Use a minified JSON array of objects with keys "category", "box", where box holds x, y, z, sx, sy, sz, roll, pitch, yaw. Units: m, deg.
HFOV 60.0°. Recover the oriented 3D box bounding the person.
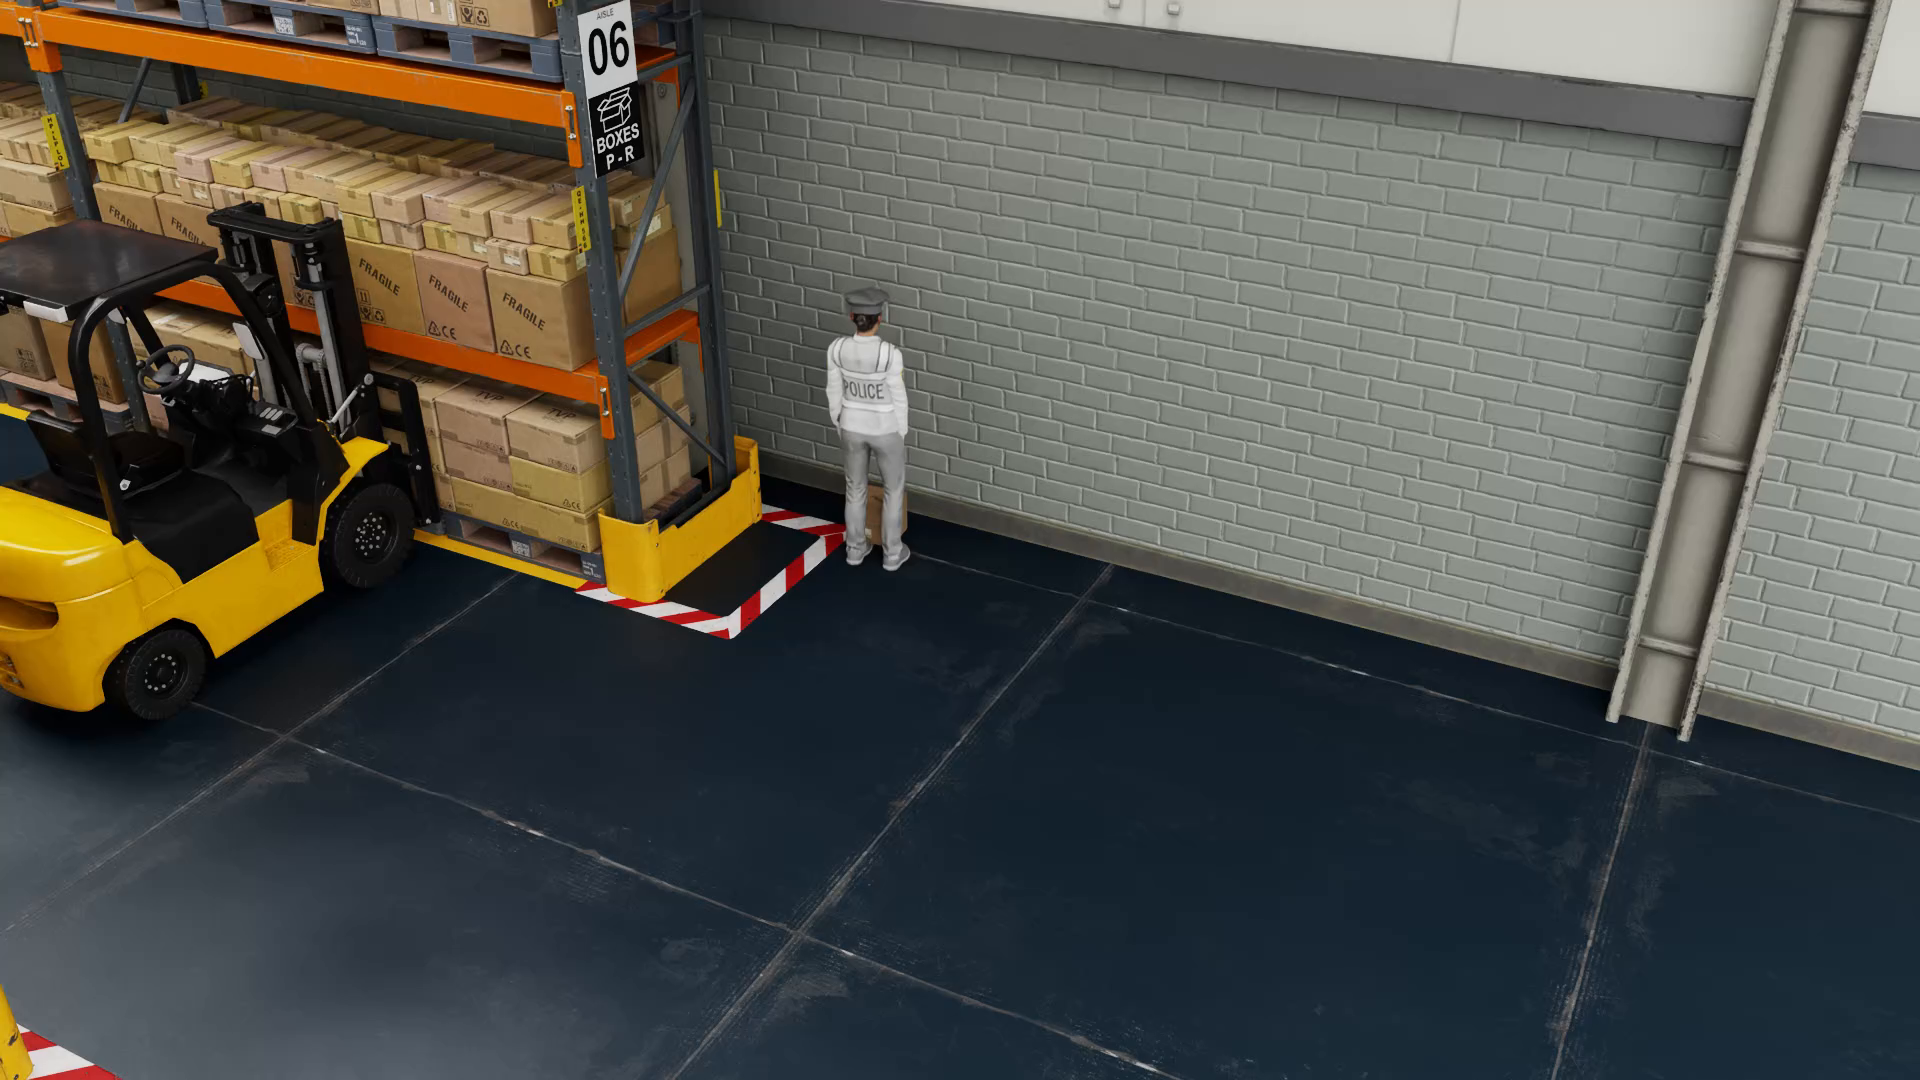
[{"category":"person","box":[-0.510,-0.609,9.339,0.472,1.661,0.327,9,31,14]}]
